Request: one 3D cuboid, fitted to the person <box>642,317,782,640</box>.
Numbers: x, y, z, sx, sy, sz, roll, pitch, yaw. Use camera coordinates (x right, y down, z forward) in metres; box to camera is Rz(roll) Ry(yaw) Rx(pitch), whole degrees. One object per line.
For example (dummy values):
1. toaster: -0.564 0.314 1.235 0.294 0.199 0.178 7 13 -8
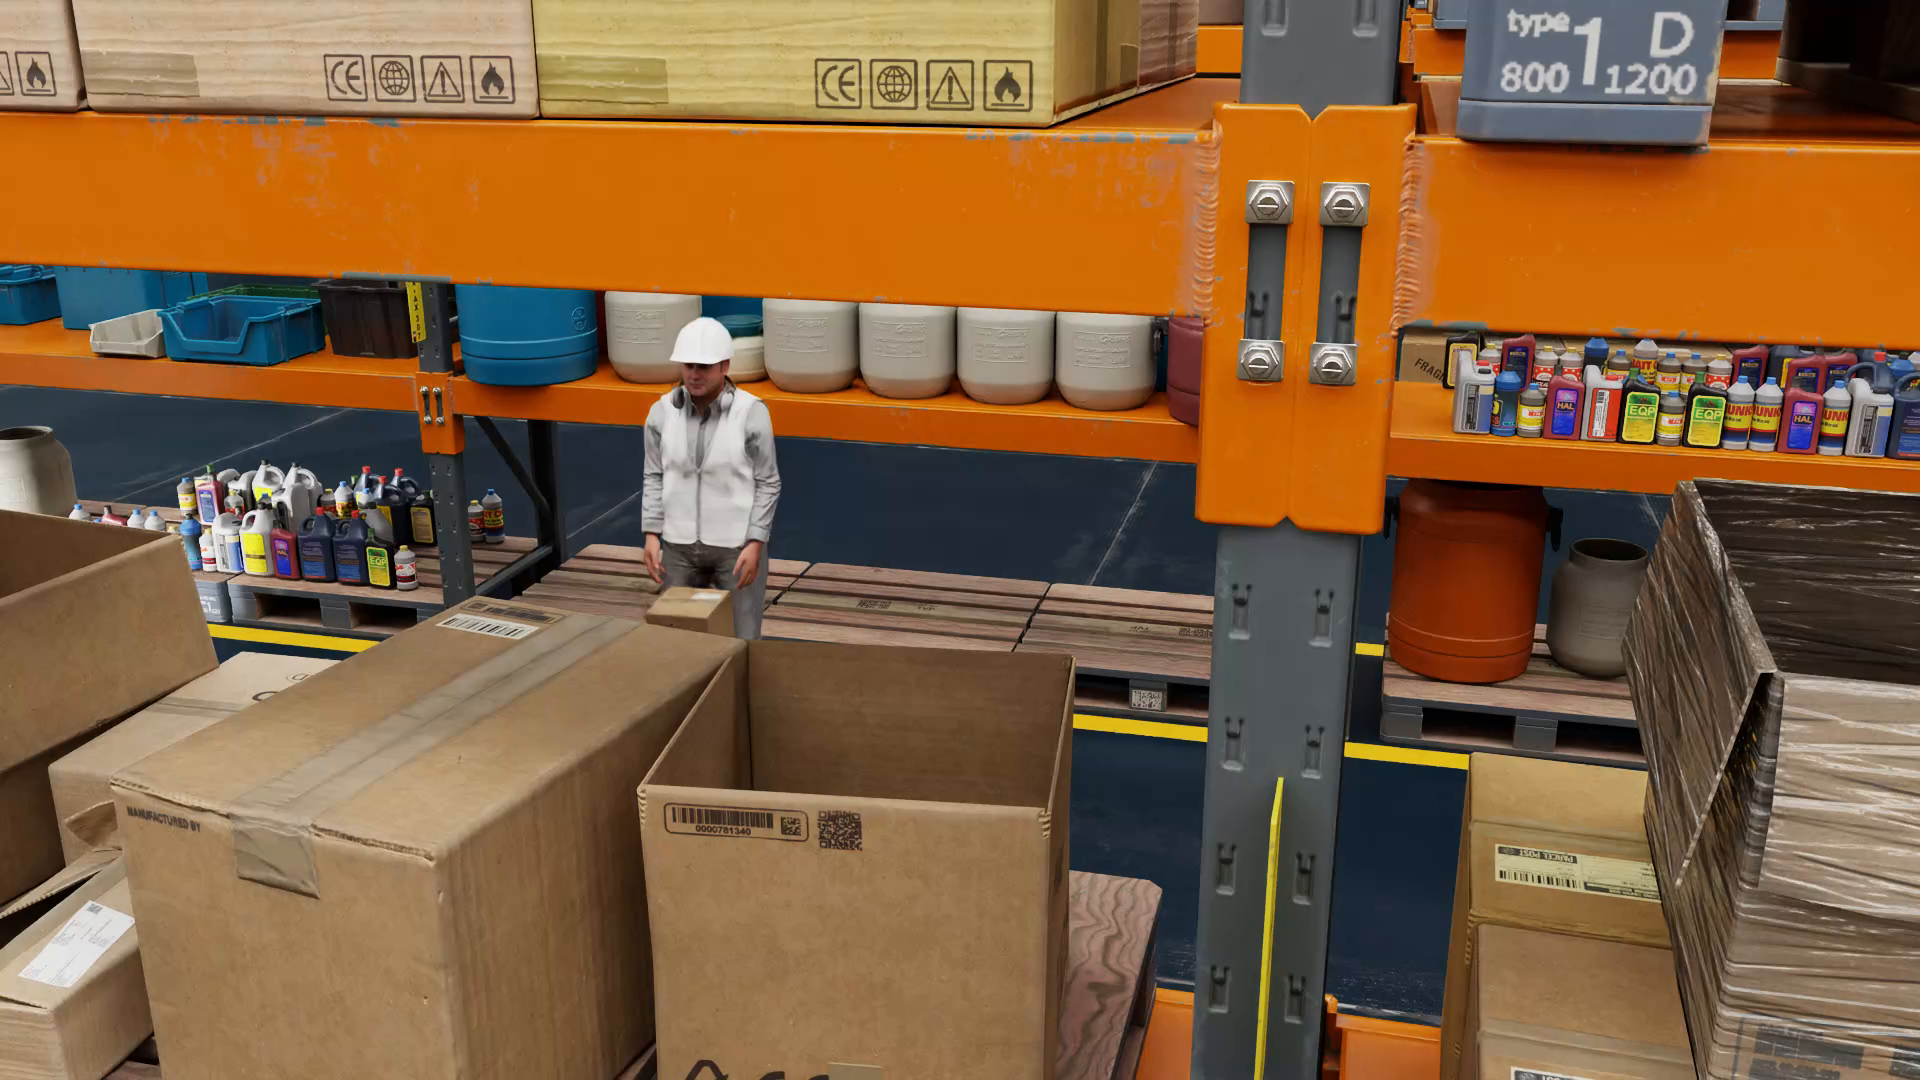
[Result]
1. person: -0.959 0.009 6.481 0.555 1.775 0.423 4 19 12
